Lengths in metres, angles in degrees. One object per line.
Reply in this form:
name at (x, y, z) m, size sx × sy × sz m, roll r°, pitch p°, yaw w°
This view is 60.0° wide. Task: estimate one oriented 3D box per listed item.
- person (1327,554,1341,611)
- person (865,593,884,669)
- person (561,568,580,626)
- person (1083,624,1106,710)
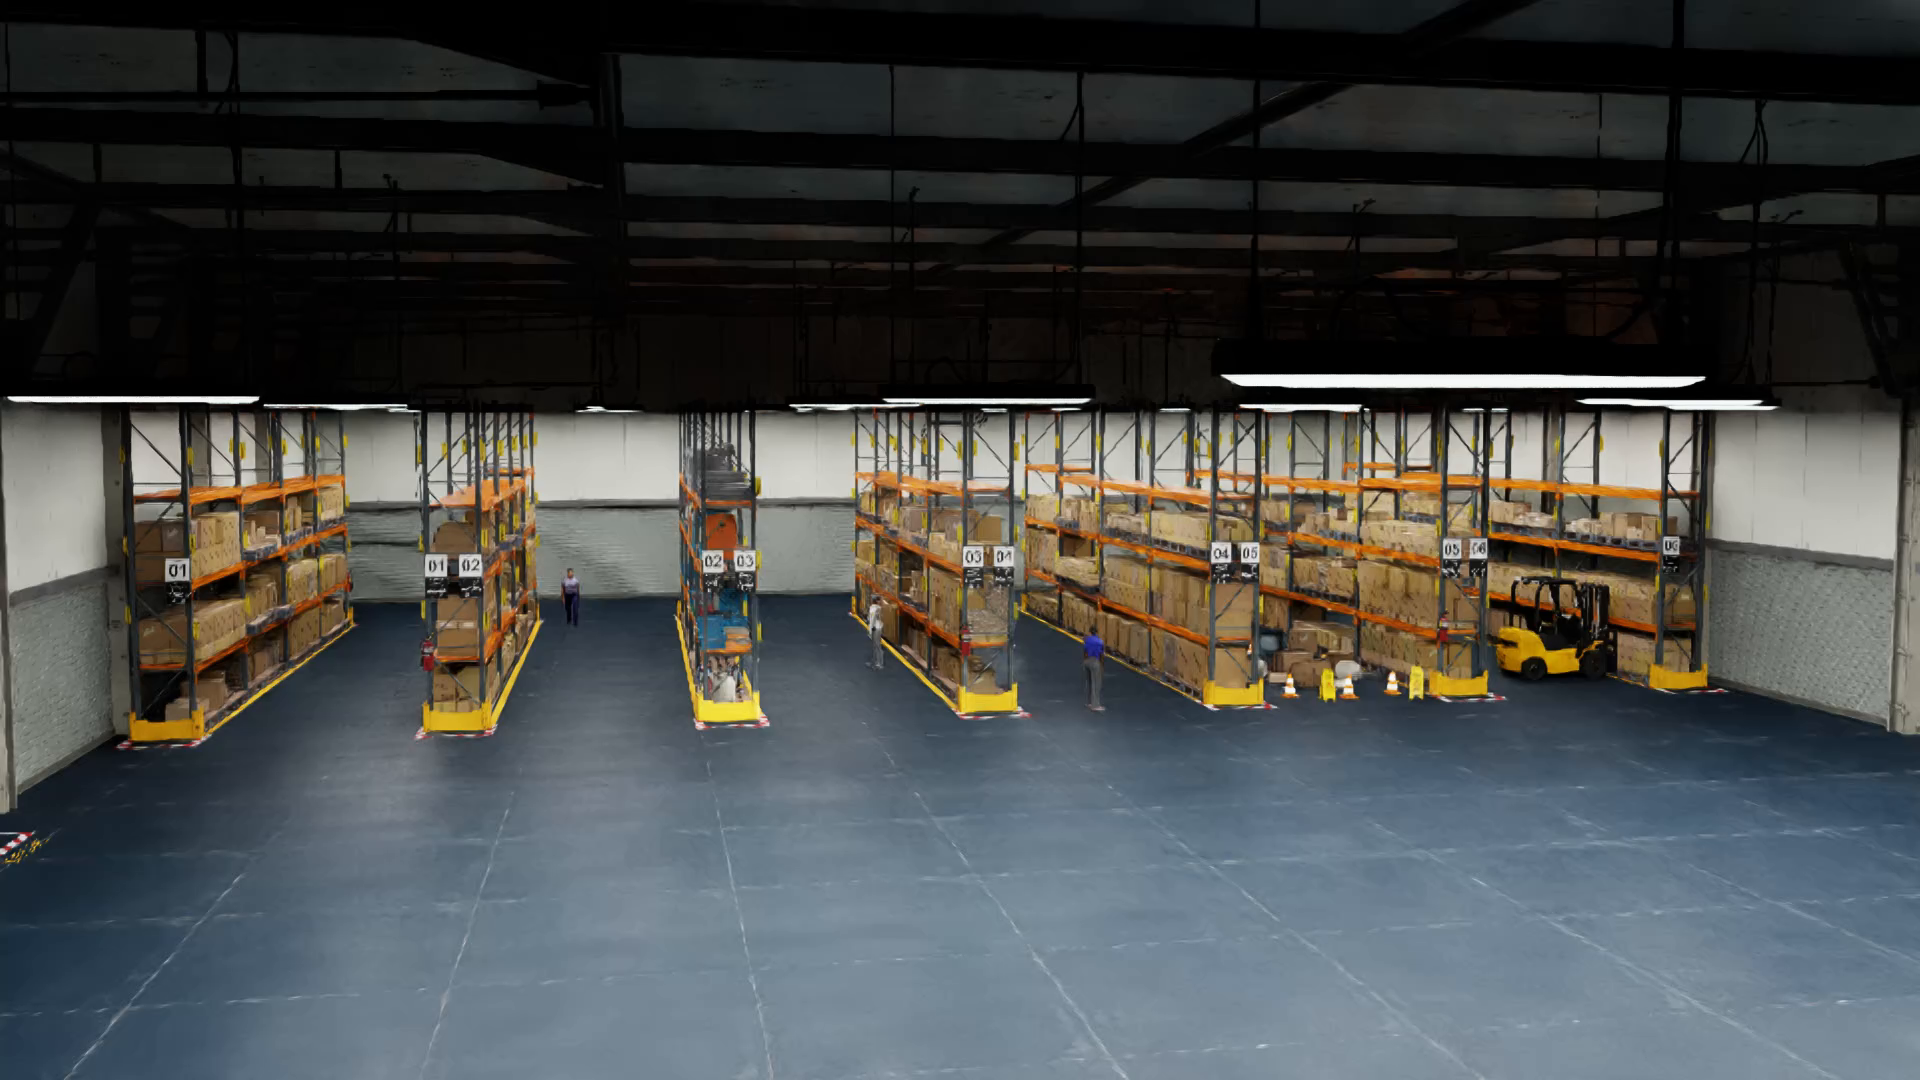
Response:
person at (10.969, 1.249, 48.236) m, size 0.566 × 1.668 × 0.629 m, roll 0°, pitch 4°, yaw -6°
person at (-1.934, 2.042, 37.563) m, size 0.543 × 1.667 × 0.572 m, roll 1°, pitch 4°, yaw 16°
person at (-10.564, 1.528, 45.096) m, size 0.479 × 1.543 × 1.090 m, roll -1°, pitch 4°, yaw -9°
person at (2.617, 2.449, 32.263) m, size 0.414 × 1.665 × 0.507 m, roll -4°, pitch 6°, yaw -42°
